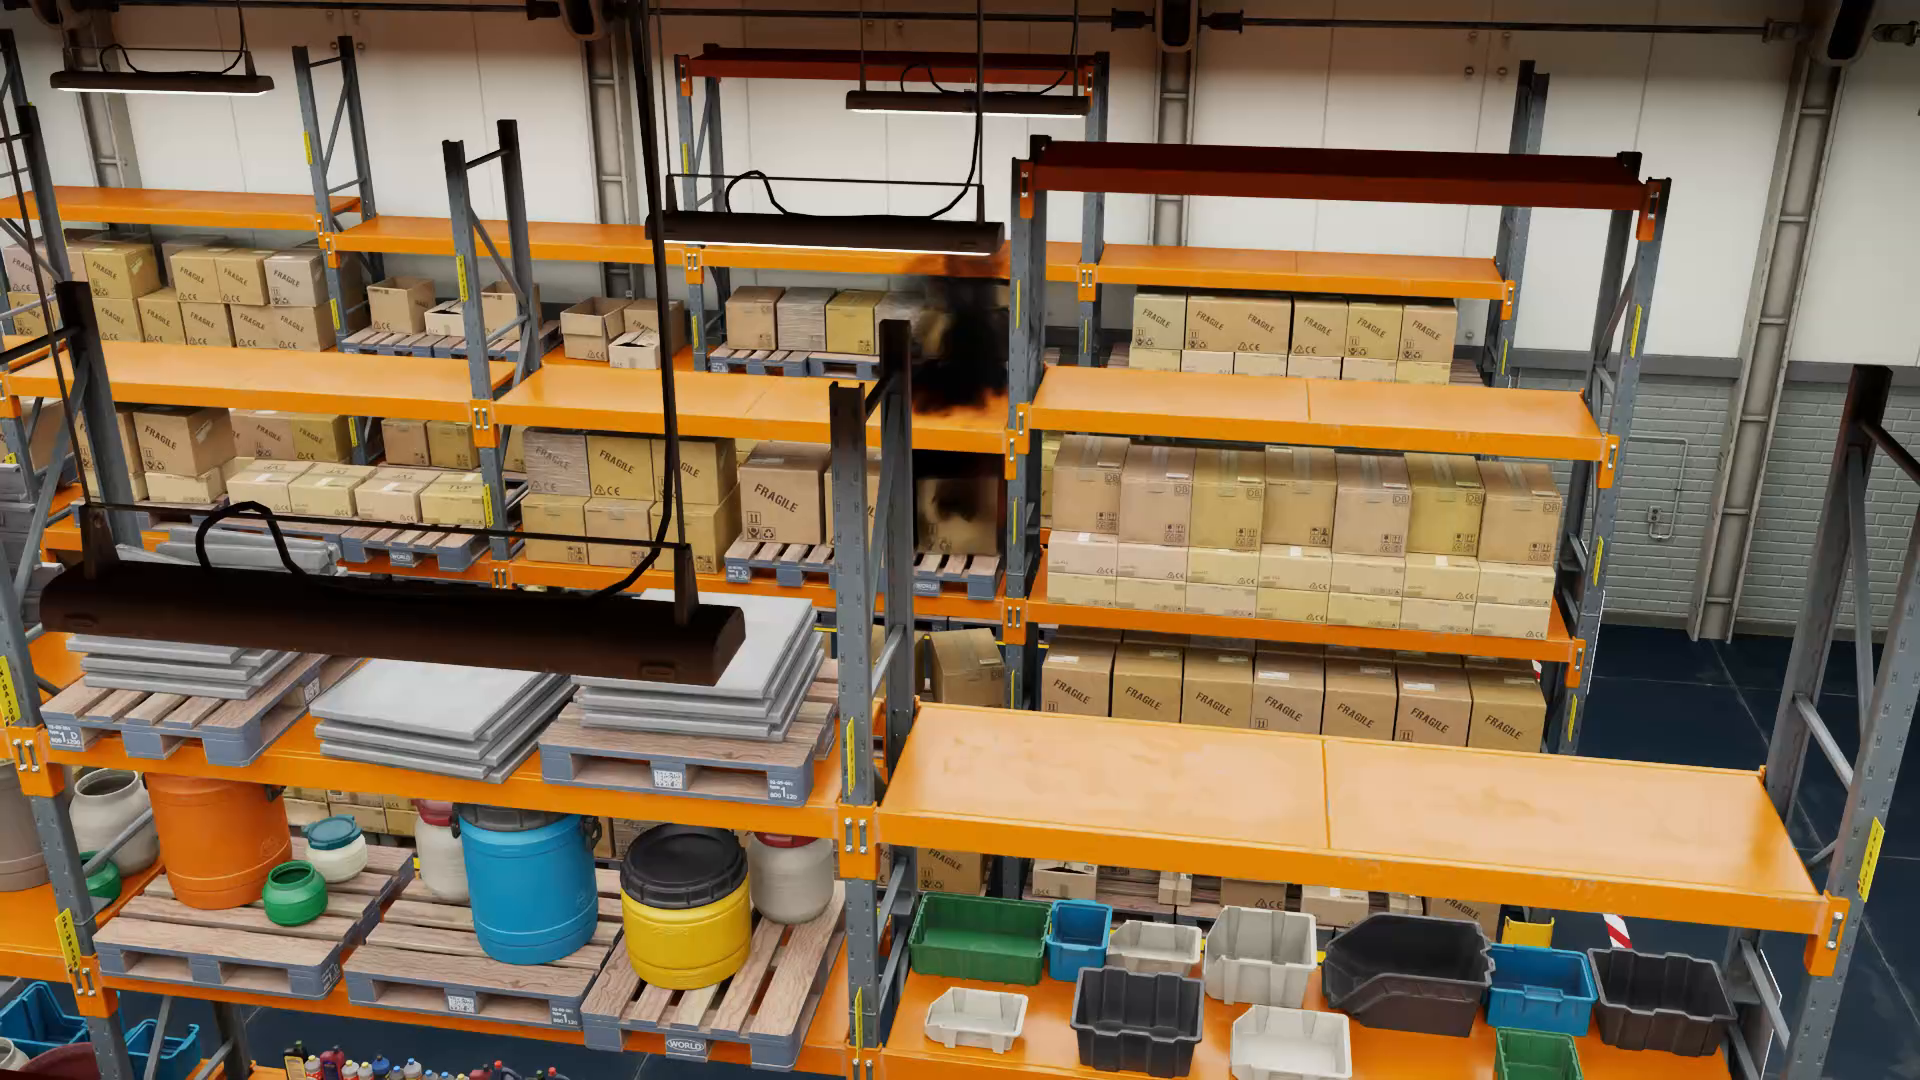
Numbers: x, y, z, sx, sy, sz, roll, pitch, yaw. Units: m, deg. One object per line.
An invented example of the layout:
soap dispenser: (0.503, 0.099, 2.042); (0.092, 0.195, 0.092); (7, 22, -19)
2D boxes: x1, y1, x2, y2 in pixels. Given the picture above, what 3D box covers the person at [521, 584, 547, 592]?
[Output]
person: (-4.127, 0.913, 16.122); (0.563, 1.620, 0.577); (1, 23, 2)
